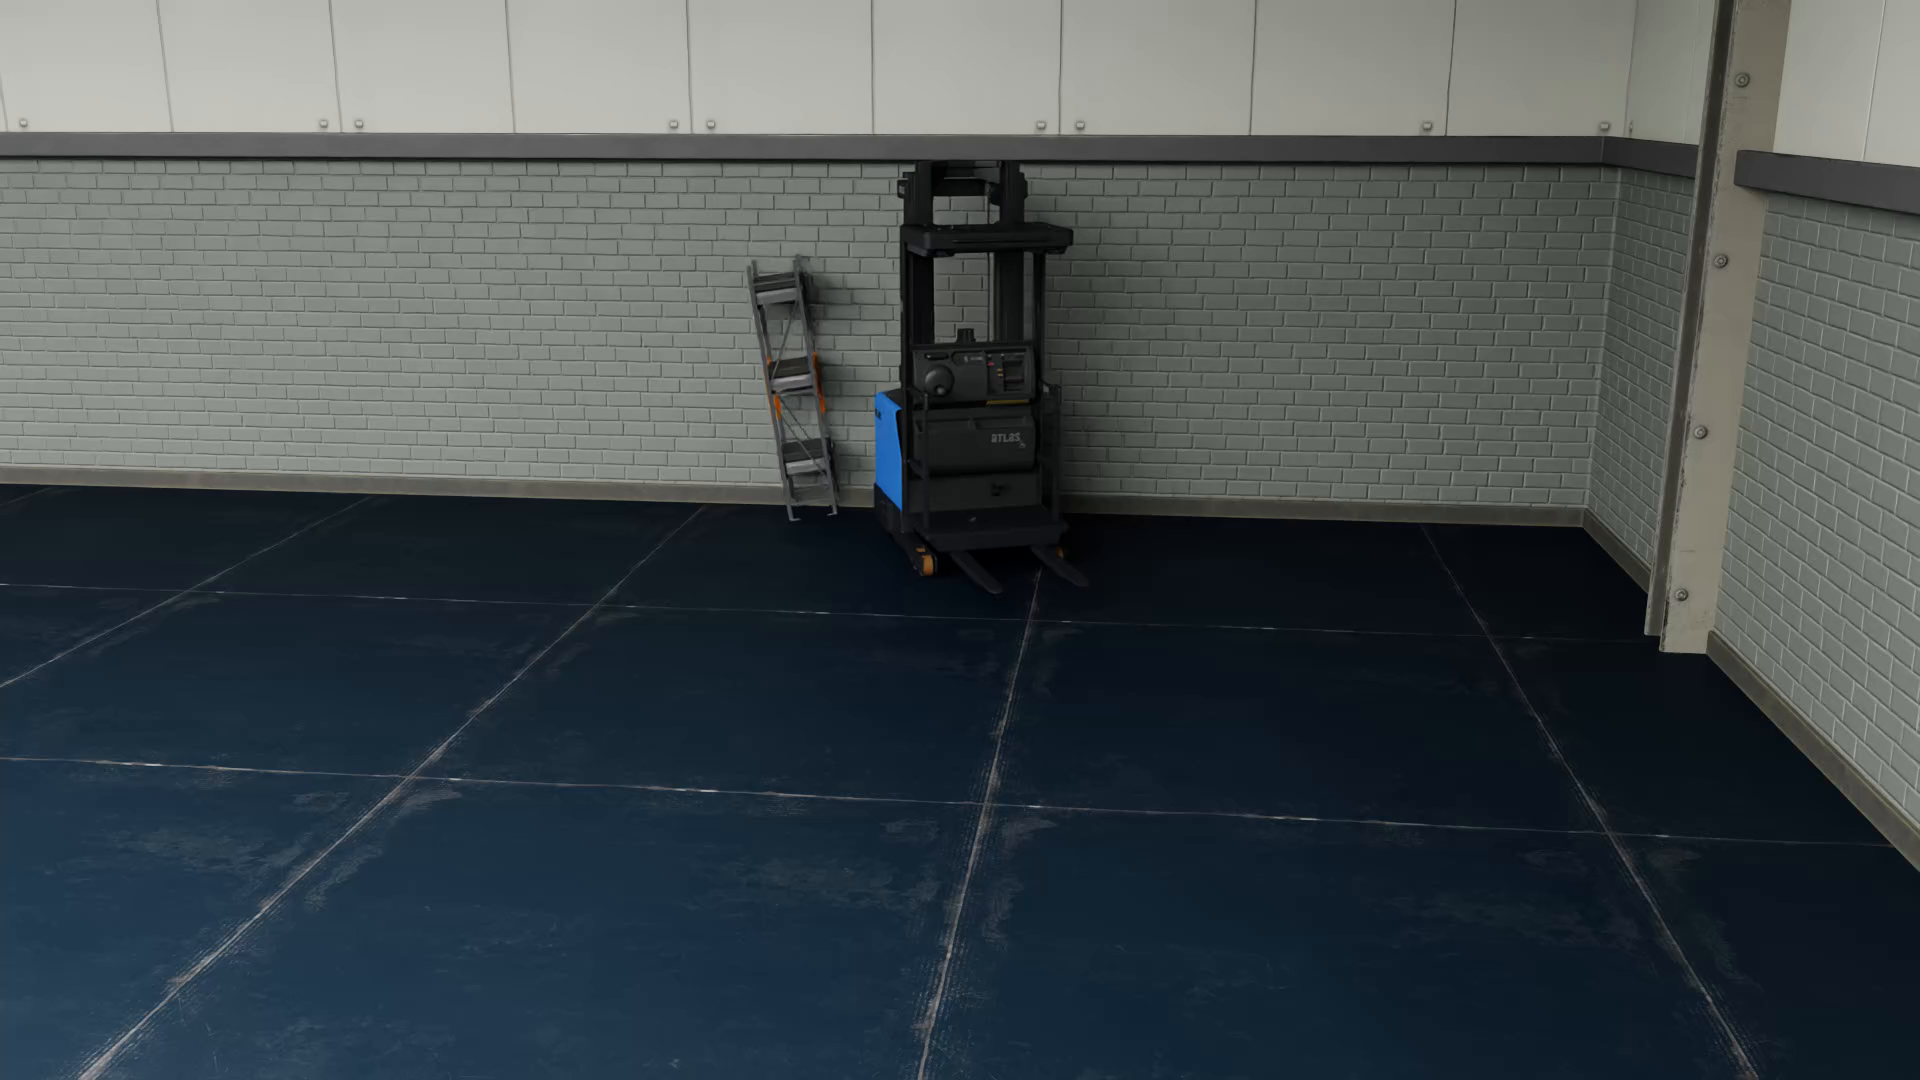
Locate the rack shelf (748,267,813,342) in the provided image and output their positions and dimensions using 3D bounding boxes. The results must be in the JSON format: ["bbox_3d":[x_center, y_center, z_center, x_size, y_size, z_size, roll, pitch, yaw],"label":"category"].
[{"bbox_3d":[-1.454,-1.908,13.502,0.431,0.518,0.480,-8,15,0],"label":"rack shelf"}]

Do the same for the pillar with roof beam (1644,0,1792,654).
[{"bbox_3d":[0.342,-3.808,10.007,9.100,9.000,0.400,2,15,6],"label":"pillar with roof beam"}]

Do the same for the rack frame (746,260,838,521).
[{"bbox_3d":[-1.351,-1.189,13.444,0.400,2.100,0.015,-8,15,0],"label":"rack frame"}]

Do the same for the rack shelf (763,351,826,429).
[{"bbox_3d":[-1.358,-1.239,13.683,0.431,0.518,0.480,-8,15,0],"label":"rack shelf"}]

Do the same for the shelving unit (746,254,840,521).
[{"bbox_3d":[-1.360,-1.252,13.679,0.431,2.100,0.503,-8,15,0],"label":"shelving unit"}]

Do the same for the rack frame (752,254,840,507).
[{"bbox_3d":[-1.368,-1.315,13.915,0.400,2.100,0.015,-8,15,0],"label":"rack frame"}]

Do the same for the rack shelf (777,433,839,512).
[{"bbox_3d":[-1.262,-0.570,13.864,0.431,0.518,0.480,-8,15,0],"label":"rack shelf"}]

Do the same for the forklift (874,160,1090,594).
[{"bbox_3d":[0.162,-1.255,12.187,1.130,2.935,3.031,-4,16,-14],"label":"forklift"}]
